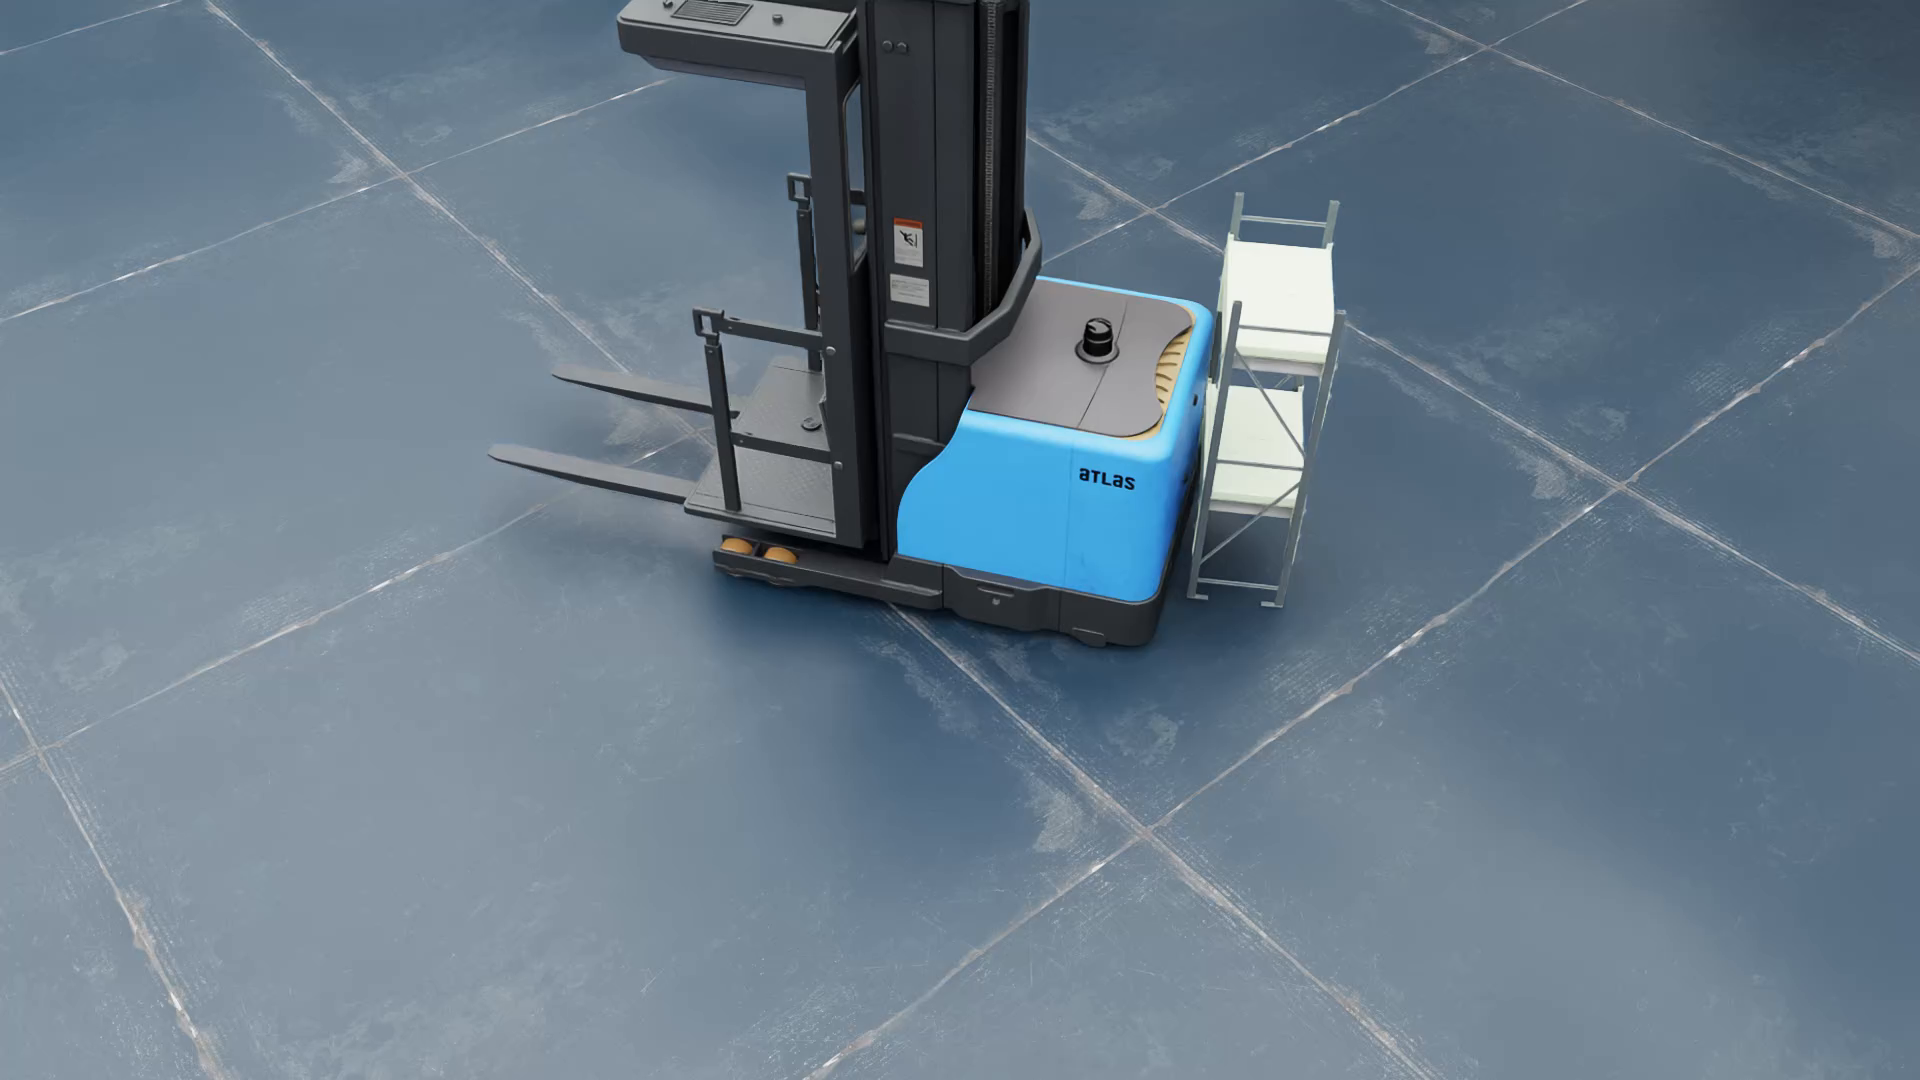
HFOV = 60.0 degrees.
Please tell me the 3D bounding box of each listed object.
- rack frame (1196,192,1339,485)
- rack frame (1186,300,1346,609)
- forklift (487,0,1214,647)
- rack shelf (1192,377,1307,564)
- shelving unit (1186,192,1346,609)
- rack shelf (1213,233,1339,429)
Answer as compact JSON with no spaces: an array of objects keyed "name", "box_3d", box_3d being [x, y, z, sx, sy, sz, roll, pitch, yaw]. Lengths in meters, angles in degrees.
[{"name":"rack frame","box_3d":[1.260,-0.784,6.983,0.400,1.500,0.023,6,44,5]},{"name":"rack frame","box_3d":[1.163,-0.287,6.454,0.400,1.500,0.023,6,44,5]},{"name":"forklift","box_3d":[-0.541,-1.210,6.397,3.031,2.935,1.130,11,44,12]},{"name":"rack shelf","box_3d":[1.205,-0.299,6.942,0.431,0.370,0.720,6,44,5]},{"name":"shelving unit","box_3d":[1.211,-0.536,6.719,0.431,1.500,0.755,6,44,5]},{"name":"rack shelf","box_3d":[1.218,-0.819,6.451,0.431,0.370,0.720,6,44,5]}]
